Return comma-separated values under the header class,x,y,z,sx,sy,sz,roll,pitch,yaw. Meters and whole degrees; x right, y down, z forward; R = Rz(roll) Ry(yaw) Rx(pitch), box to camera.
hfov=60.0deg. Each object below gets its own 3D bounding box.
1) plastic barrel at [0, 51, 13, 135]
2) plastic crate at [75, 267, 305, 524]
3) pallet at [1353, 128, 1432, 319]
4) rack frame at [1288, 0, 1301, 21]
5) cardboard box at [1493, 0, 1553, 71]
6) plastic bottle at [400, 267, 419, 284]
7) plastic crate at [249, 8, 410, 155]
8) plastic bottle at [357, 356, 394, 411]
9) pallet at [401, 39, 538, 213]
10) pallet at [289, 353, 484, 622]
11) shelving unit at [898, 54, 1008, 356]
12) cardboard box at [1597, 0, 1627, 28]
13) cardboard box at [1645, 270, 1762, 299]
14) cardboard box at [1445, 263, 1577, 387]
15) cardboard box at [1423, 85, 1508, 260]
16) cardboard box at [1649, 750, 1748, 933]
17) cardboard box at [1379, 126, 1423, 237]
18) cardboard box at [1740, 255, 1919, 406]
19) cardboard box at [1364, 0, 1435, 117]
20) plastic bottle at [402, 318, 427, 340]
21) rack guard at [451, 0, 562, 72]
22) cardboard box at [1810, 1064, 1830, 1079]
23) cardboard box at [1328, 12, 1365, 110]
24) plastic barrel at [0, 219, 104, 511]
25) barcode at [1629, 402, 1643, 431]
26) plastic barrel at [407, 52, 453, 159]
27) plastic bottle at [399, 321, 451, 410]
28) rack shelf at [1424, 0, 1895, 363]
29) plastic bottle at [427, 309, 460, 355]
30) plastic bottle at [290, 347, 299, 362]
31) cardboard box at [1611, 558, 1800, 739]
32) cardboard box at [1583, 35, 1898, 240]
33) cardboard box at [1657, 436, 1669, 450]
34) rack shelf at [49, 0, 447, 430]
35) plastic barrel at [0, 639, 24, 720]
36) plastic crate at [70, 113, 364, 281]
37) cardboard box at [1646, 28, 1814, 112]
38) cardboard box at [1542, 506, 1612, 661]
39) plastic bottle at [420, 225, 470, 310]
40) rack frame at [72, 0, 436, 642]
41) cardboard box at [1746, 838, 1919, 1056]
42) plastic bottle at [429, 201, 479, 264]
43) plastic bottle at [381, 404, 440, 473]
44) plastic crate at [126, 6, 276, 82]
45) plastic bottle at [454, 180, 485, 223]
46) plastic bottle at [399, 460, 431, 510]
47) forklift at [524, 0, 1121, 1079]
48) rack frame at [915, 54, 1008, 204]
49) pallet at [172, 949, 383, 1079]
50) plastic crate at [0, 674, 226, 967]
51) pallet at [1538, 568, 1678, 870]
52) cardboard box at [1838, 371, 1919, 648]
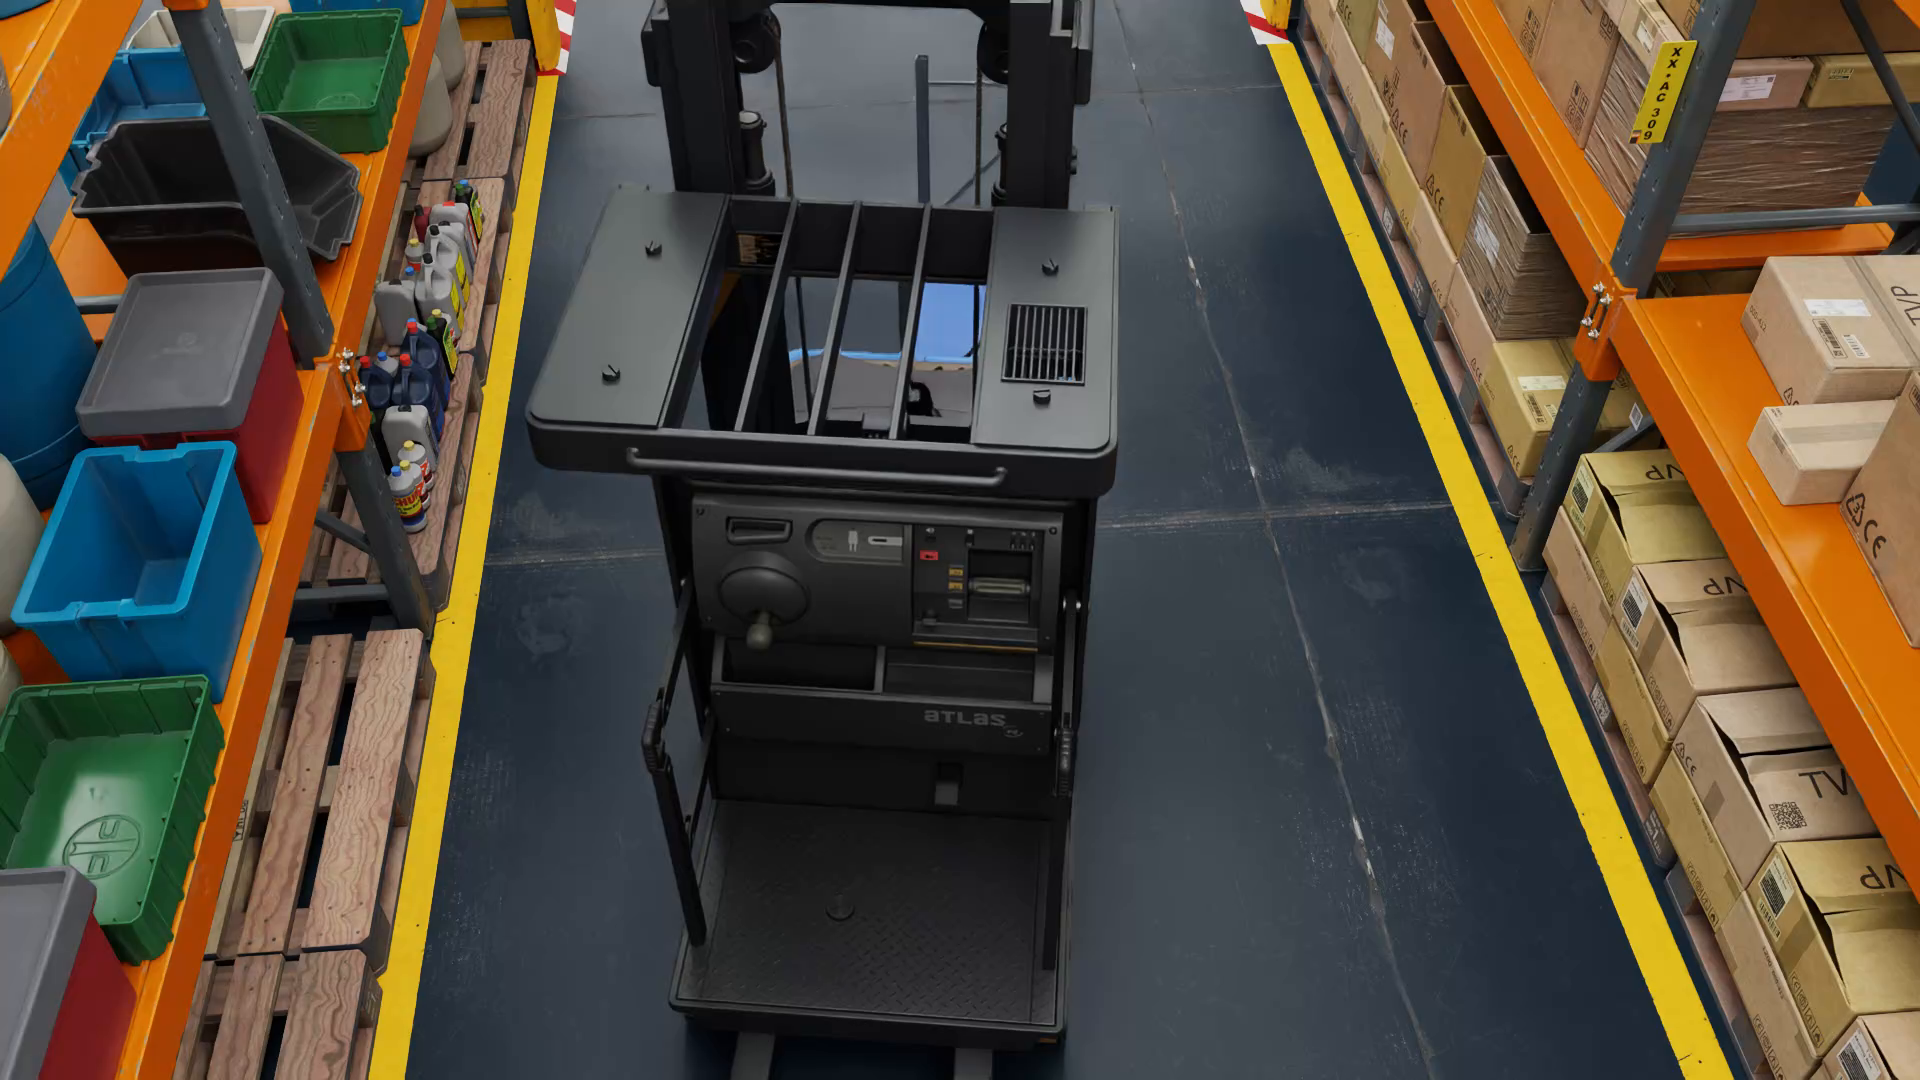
class,x,y,z,sx,sy,sz,roll,pitch,yaw
plastic barrel,-2.069,-1.060,2.777,0.600,0.901,0.600,0,47,0
plastic crate,-2.037,-0.374,4.495,0.402,0.464,0.583,-3,47,-3
pallet,2.424,-1.486,7.512,1.003,0.211,1.213,-3,47,-3
rack frame,2.219,-3.877,7.855,1.000,3.000,0.127,-3,47,-3
cardboard box,2.422,-2.082,6.087,0.700,0.500,0.500,-3,47,-3
plastic bottle,-2.220,-1.022,6.776,0.097,0.201,0.097,0,47,0
plastic crate,-2.215,-1.611,5.855,0.450,0.188,0.662,-3,47,-3
plastic bottle,-2.180,-0.525,6.203,0.144,0.351,0.185,-3,47,-3
pallet,-2.601,-1.979,7.979,1.003,0.211,1.213,-3,47,-3
pallet,-2.397,-0.214,6.307,1.003,0.211,1.213,-3,47,-3
shelving unit,0.076,-0.788,5.963,0.538,1.500,1.048,2,47,1
cardboard box,2.274,-1.792,5.366,0.380,0.149,0.250,-5,47,-4
cardboard box,2.827,-0.794,6.024,0.500,0.500,0.500,-3,47,-3
cardboard box,2.265,-0.866,6.609,0.500,0.250,0.500,-3,47,-3
cardboard box,2.221,-1.486,6.679,0.500,0.500,0.500,-3,47,-3
cardboard box,2.428,0.870,4.965,0.500,0.250,0.500,-5,47,-5
cardboard box,2.166,-1.589,7.293,0.500,0.250,0.500,-3,47,-3
cardboard box,2.639,-0.577,4.834,0.500,0.250,0.500,-1,47,-1
cardboard box,2.141,-2.209,7.364,0.500,0.500,0.500,-3,47,-3
plastic bottle,-2.102,-0.747,6.468,0.097,0.271,0.097,0,47,0
rack guard,-2.664,-2.667,8.431,1.175,0.500,0.348,-3,47,-3
cardboard box,2.516,1.610,4.264,0.500,0.250,0.500,-3,47,-2
cardboard box,2.088,-2.312,7.979,0.500,0.250,0.500,-3,47,-3
plastic barrel,-2.652,-0.559,4.368,0.600,0.901,0.708,-3,47,-3
barcode,2.160,-0.394,5.315,0.001,0.075,0.075,-3,47,-3
plastic barrel,-2.544,-2.033,7.534,0.421,0.512,0.421,0,47,0
plastic bottle,-2.052,-0.670,6.340,0.144,0.351,0.185,-5,47,-5
rack shelf,2.386,-2.182,6.746,1.077,0.370,4.000,-3,47,-3
plastic bottle,-2.053,-0.825,6.590,0.097,0.201,0.097,0,47,0
plastic bottle,-2.670,-0.847,6.554,0.061,0.283,0.133,-3,47,-3
cardboard box,2.377,0.302,5.116,0.500,0.311,0.500,-4,47,-4
cardboard box,2.510,-1.338,5.382,0.700,0.500,0.500,-5,47,-4
cardboard box,2.817,-0.535,6.296,0.500,0.250,0.500,-3,47,-3
rack shelf,-2.550,-1.884,6.464,1.077,0.370,4.000,-3,47,-3
plastic barrel,-2.425,0.330,3.966,0.301,0.262,0.301,0,47,0
plastic crate,-2.300,-1.049,5.221,0.767,0.338,0.504,-3,47,-3
cardboard box,2.318,-1.424,5.017,0.380,0.149,0.250,-4,47,-3
cardboard box,2.341,0.125,5.670,0.500,0.250,0.500,-5,47,-4
plastic bottle,-2.104,-1.113,6.759,0.144,0.351,0.185,-2,47,-2
rack frame,-2.382,-0.684,4.832,1.000,3.000,0.127,-3,47,-3
cardboard box,2.470,1.052,4.406,0.500,0.311,0.500,-2,47,-2
plastic bottle,-2.133,-1.307,6.995,0.152,0.276,0.135,-3,47,-3
plastic bottle,-2.027,-0.388,6.125,0.152,0.276,0.135,-2,47,-2
plastic crate,-2.771,-1.753,6.026,0.530,0.136,0.437,-3,47,-3
plastic bottle,-2.127,-1.465,7.196,0.097,0.201,0.097,0,47,0
plastic bottle,-1.981,-0.204,6.001,0.097,0.201,0.097,0,47,0
forklift,-0.225,0.196,4.046,1.130,2.935,3.031,3,47,3
rack frame,0.096,-1.157,6.312,0.500,1.500,0.032,2,47,1
pallet,-2.173,1.725,4.471,1.003,0.211,1.213,-3,47,-3
plastic crate,-1.955,0.632,3.732,0.450,0.188,0.662,-3,47,-3
pallet,2.654,0.507,5.624,1.003,0.211,1.213,-3,47,-3
cardboard box,2.646,-0.079,4.190,0.500,0.500,0.500,0,47,0
